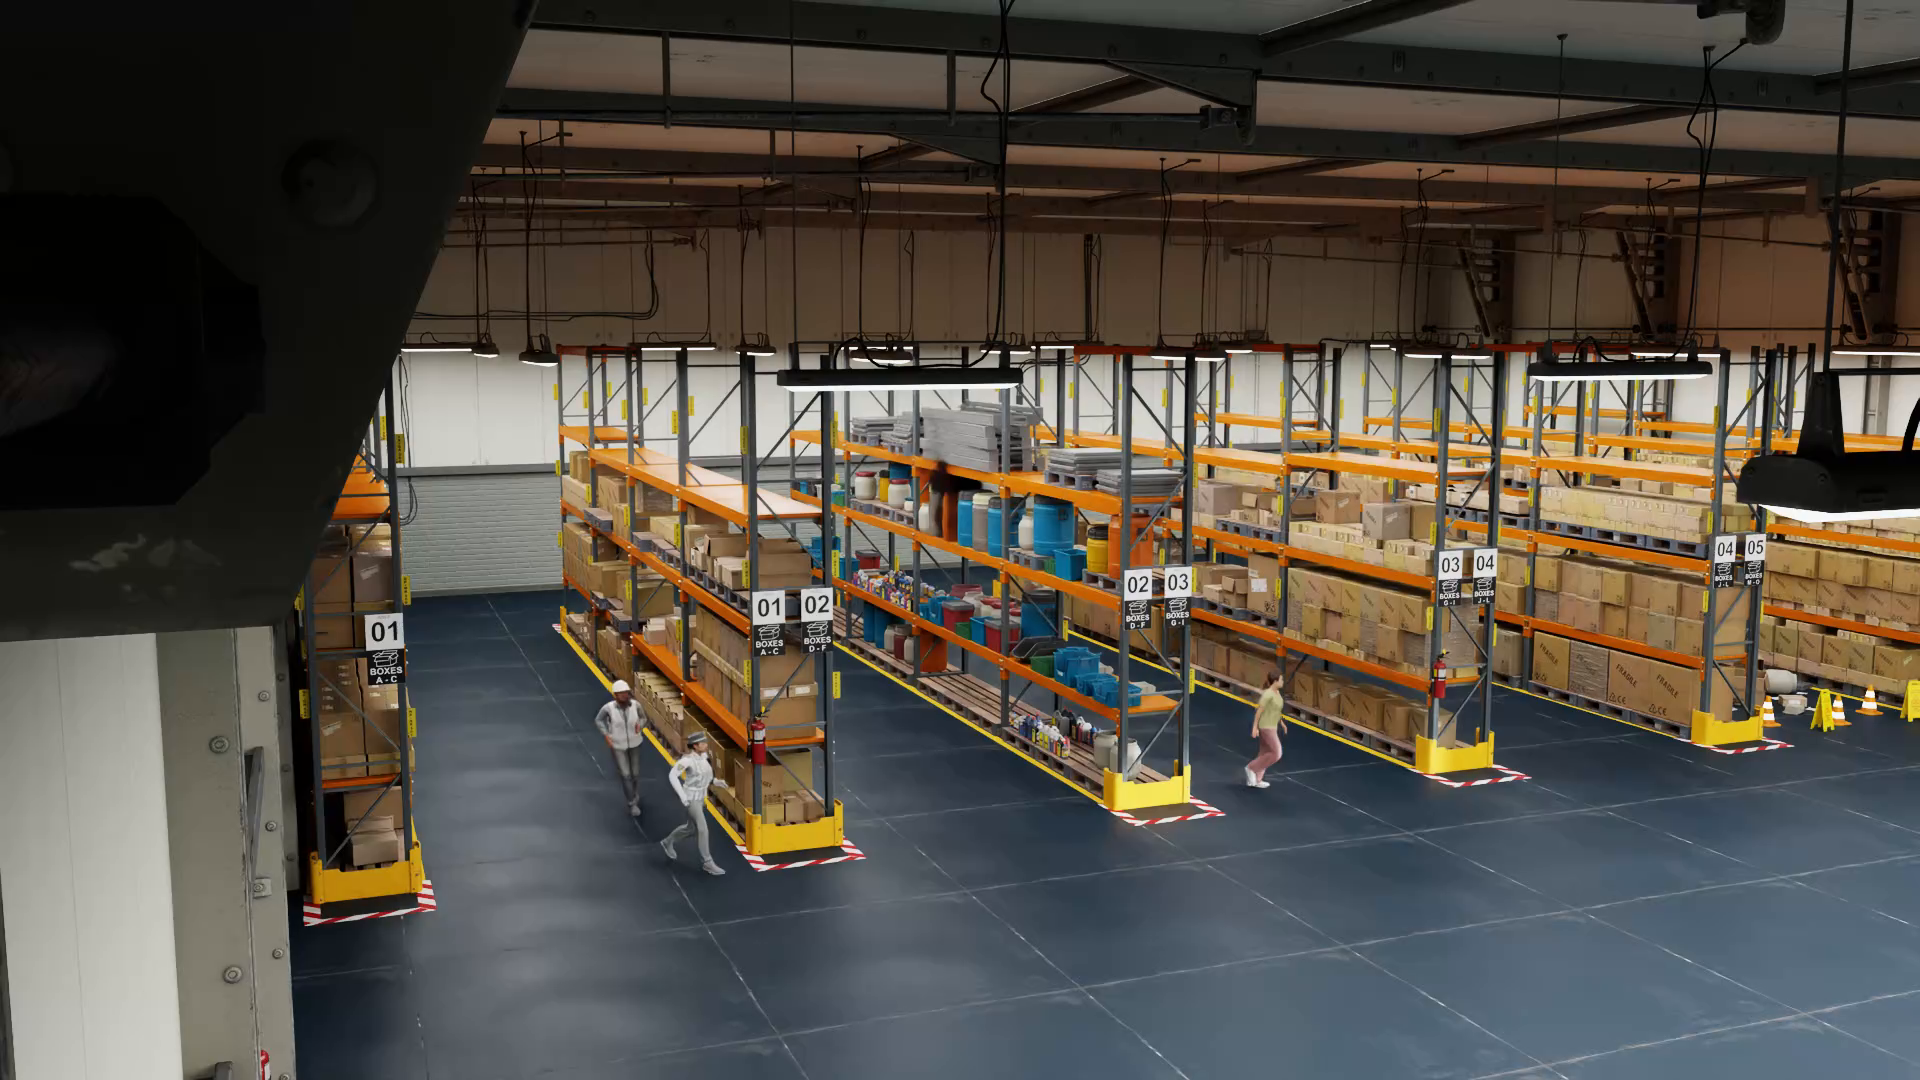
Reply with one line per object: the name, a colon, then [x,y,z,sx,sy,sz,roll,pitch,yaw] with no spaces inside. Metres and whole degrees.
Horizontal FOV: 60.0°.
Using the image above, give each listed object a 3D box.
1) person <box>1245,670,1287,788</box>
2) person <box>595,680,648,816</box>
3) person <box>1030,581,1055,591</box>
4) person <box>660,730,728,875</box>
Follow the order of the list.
person: [4.229,2.608,22.985,0.515,1.640,0.577,3,8,22]
person: [-4.415,2.682,21.816,0.660,1.748,0.853,-4,8,-29]
person: [1.732,1.238,33.485,0.674,1.710,0.699,-5,9,-35]
person: [-3.159,3.039,19.460,0.920,1.686,0.590,3,8,21]
